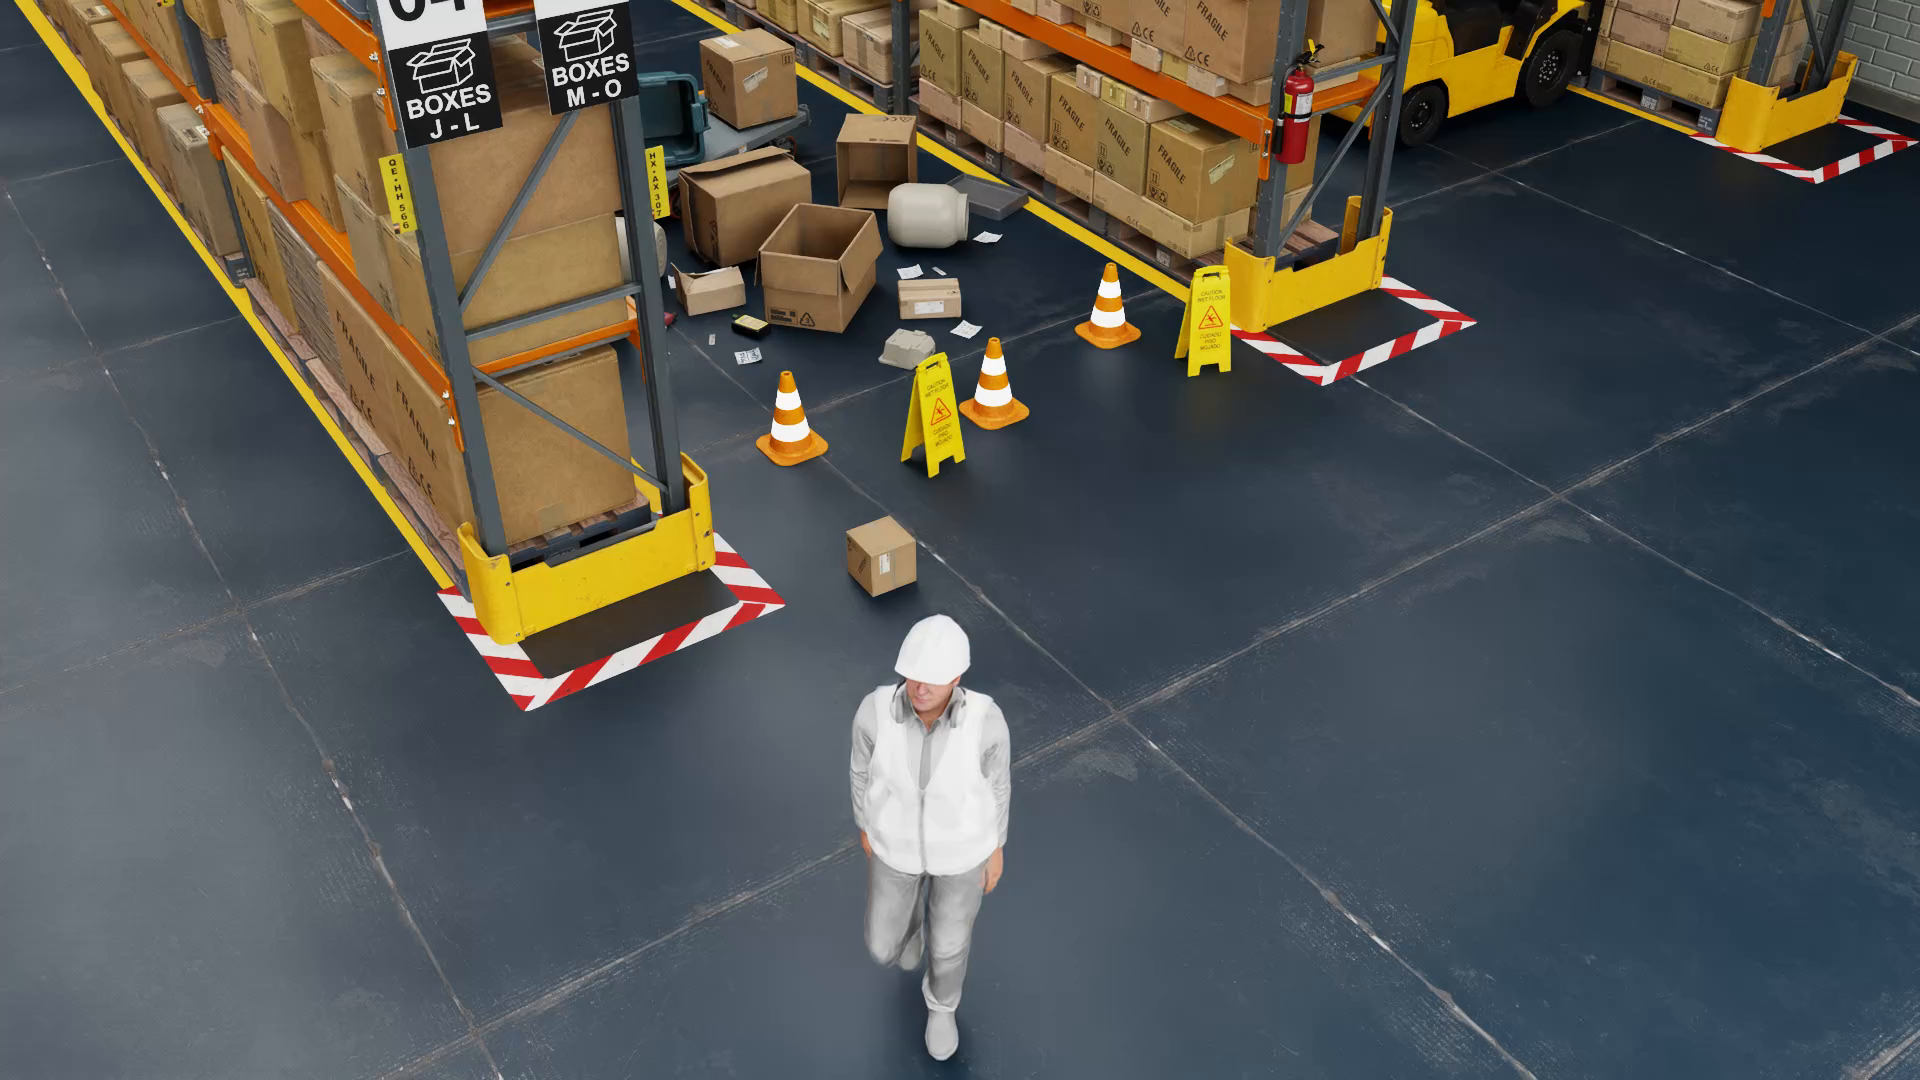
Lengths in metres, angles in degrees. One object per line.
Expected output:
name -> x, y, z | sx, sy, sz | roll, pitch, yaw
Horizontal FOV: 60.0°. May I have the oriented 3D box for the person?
person -> -0.102, 0.985, 5.599 | 0.538, 1.759, 0.554 | 4, 36, 5
